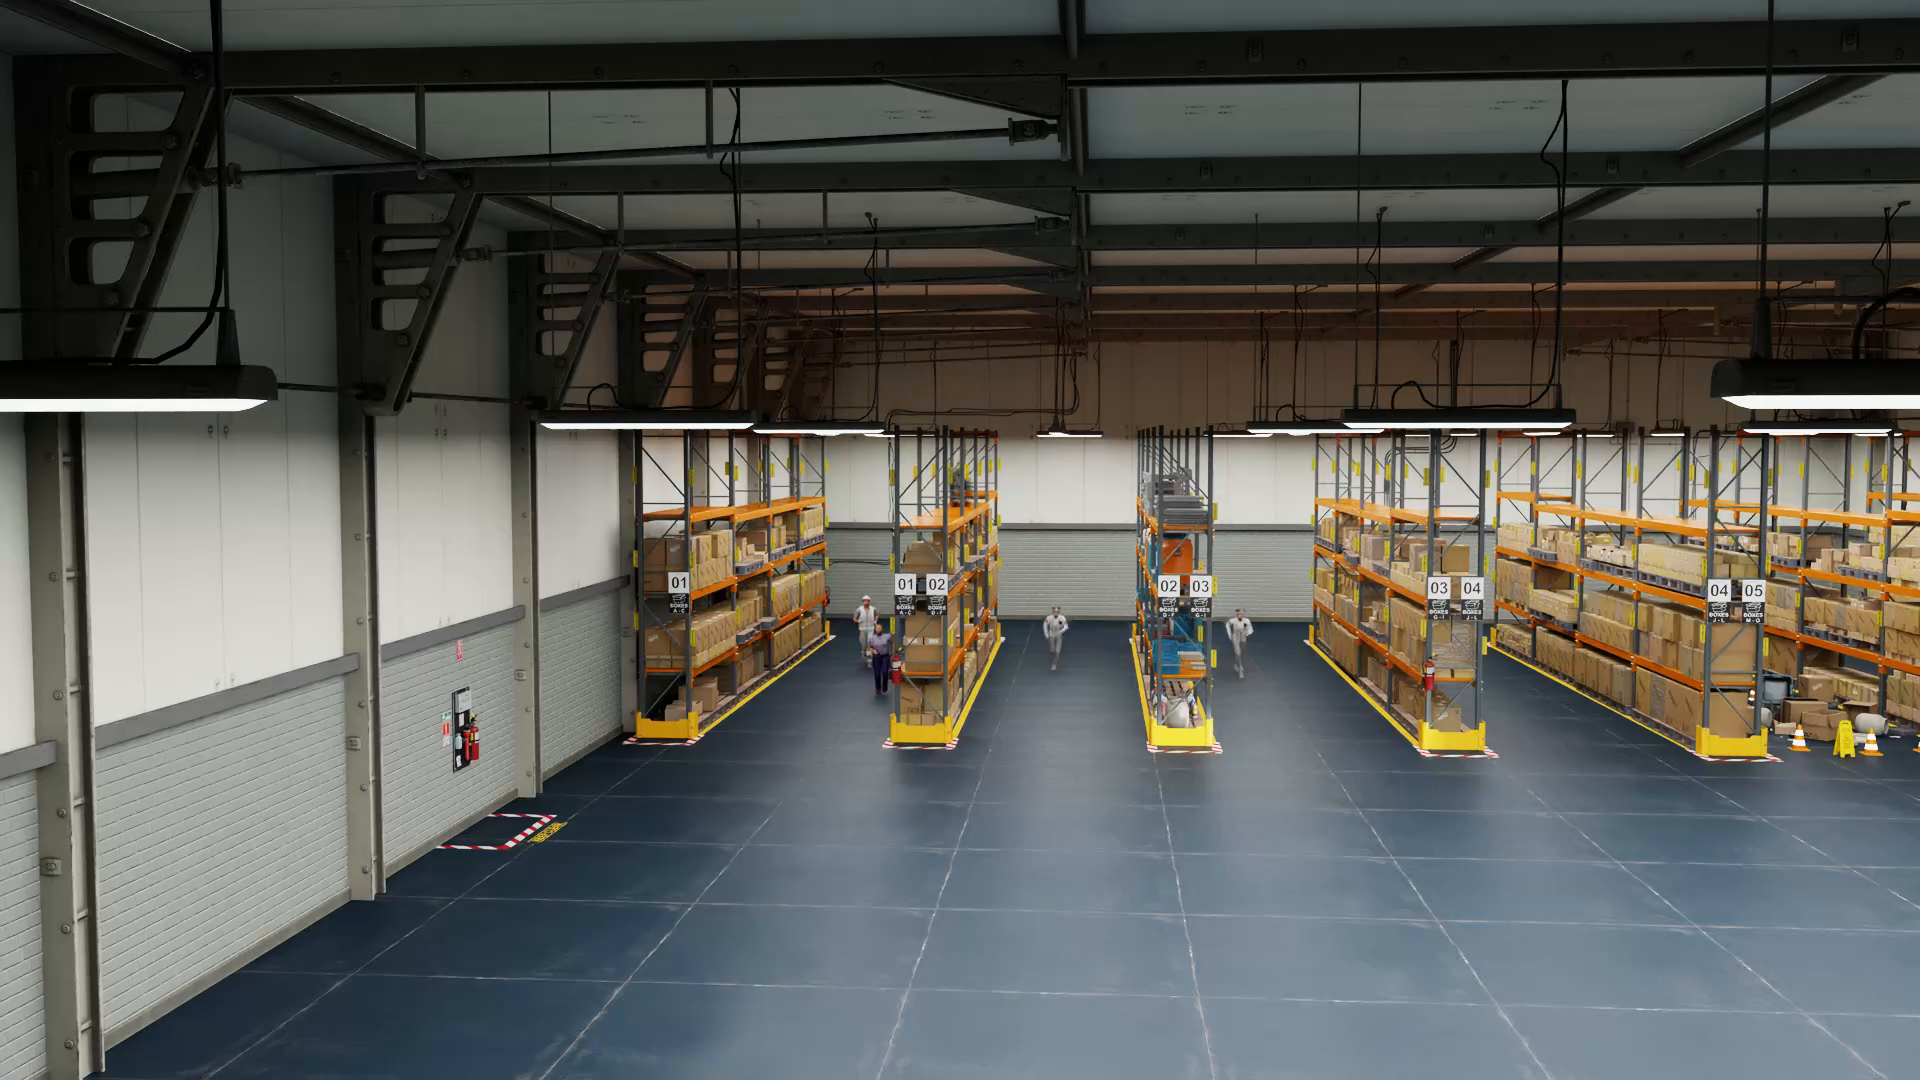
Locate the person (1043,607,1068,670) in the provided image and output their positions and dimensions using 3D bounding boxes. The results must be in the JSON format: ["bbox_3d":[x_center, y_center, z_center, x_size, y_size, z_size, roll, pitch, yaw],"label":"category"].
[{"bbox_3d":[2.388,2.443,41.532,0.607,1.615,0.688,0,3,0],"label":"person"}]

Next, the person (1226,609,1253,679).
[{"bbox_3d":[6.773,2.483,40.326,0.617,1.675,1.037,0,3,-4],"label":"person"}]

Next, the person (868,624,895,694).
[{"bbox_3d":[-1.756,2.674,37.243,0.621,1.601,0.760,0,3,4],"label":"person"}]

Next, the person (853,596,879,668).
[{"bbox_3d":[-2.353,2.285,41.817,0.657,1.776,0.968,0,3,-6],"label":"person"}]
